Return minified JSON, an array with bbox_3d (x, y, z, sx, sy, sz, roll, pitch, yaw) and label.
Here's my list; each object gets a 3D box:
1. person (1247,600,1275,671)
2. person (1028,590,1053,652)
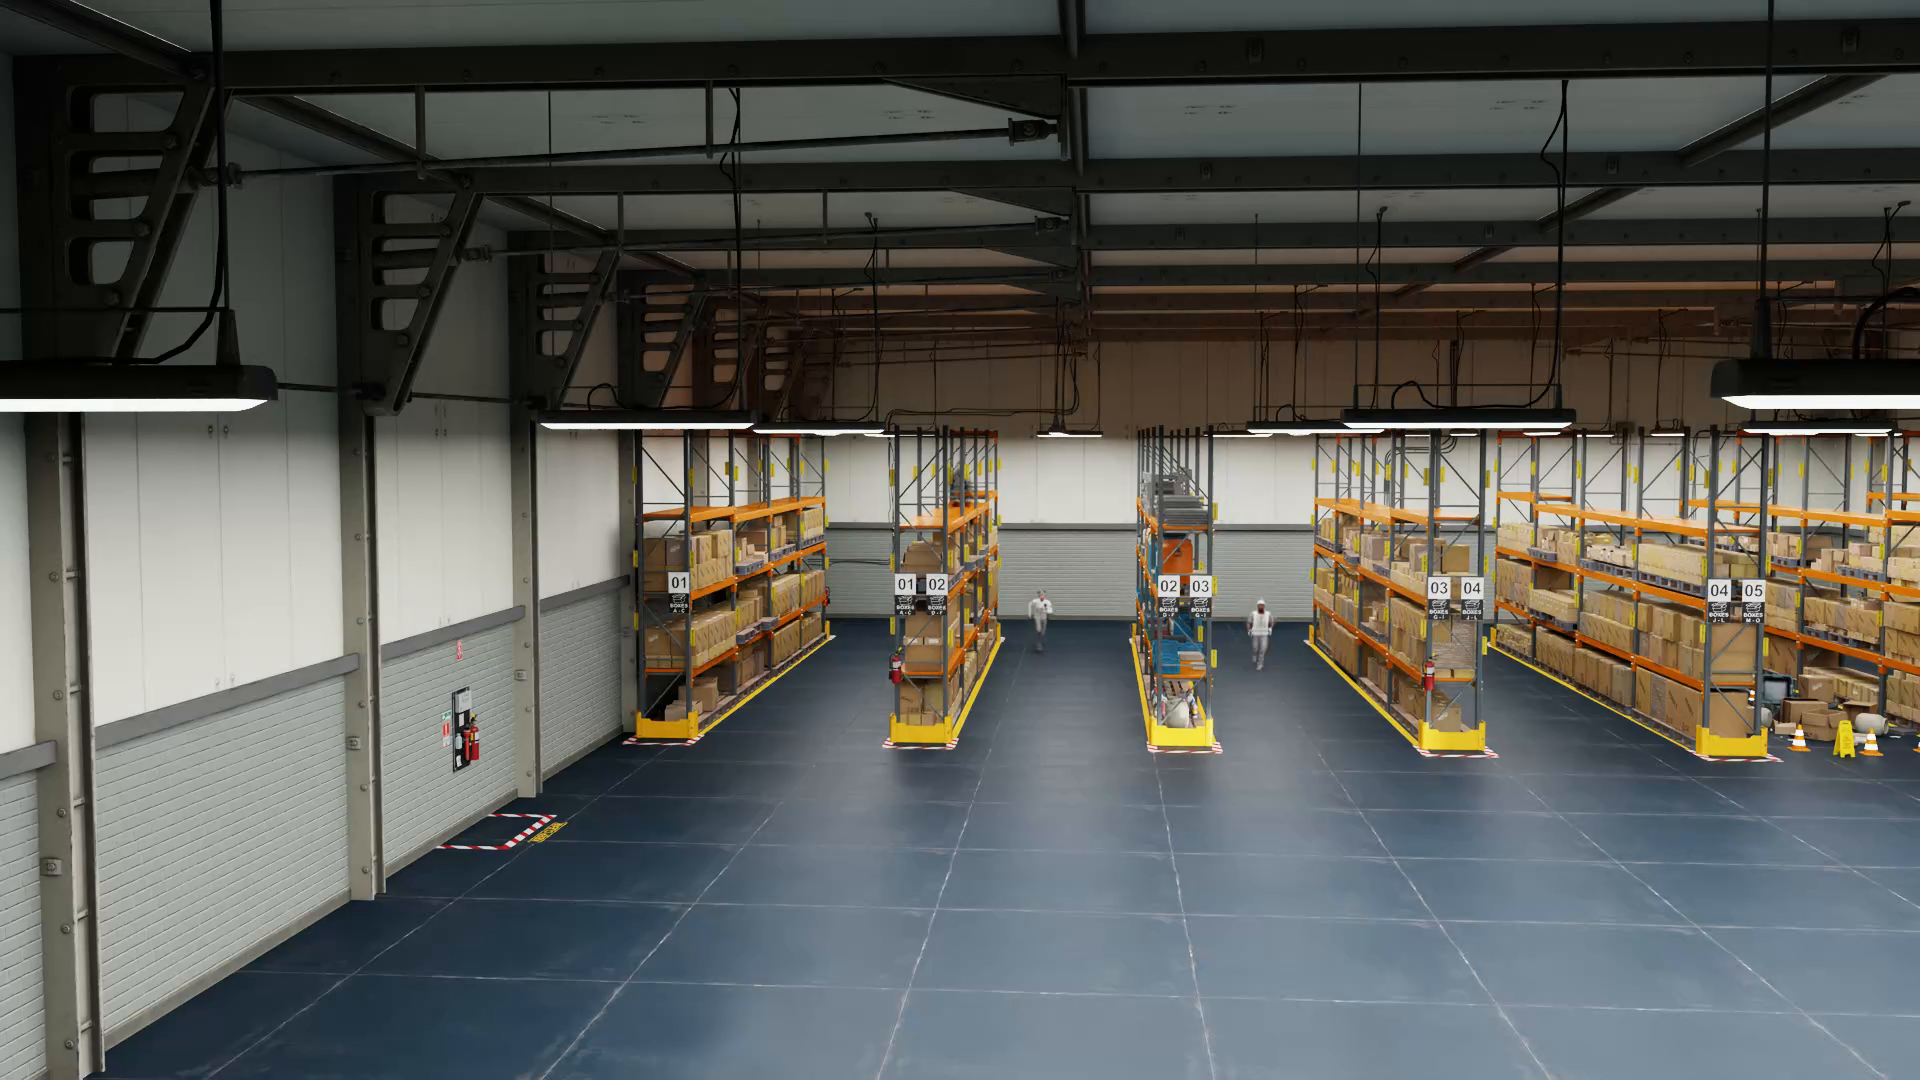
[{"bbox_3d":[7.513,2.368,41.548,0.696,1.743,0.703,0,3,6],"label":"person"},{"bbox_3d":[2.180,2.176,45.014,0.638,1.683,0.792,0,3,-2],"label":"person"}]
